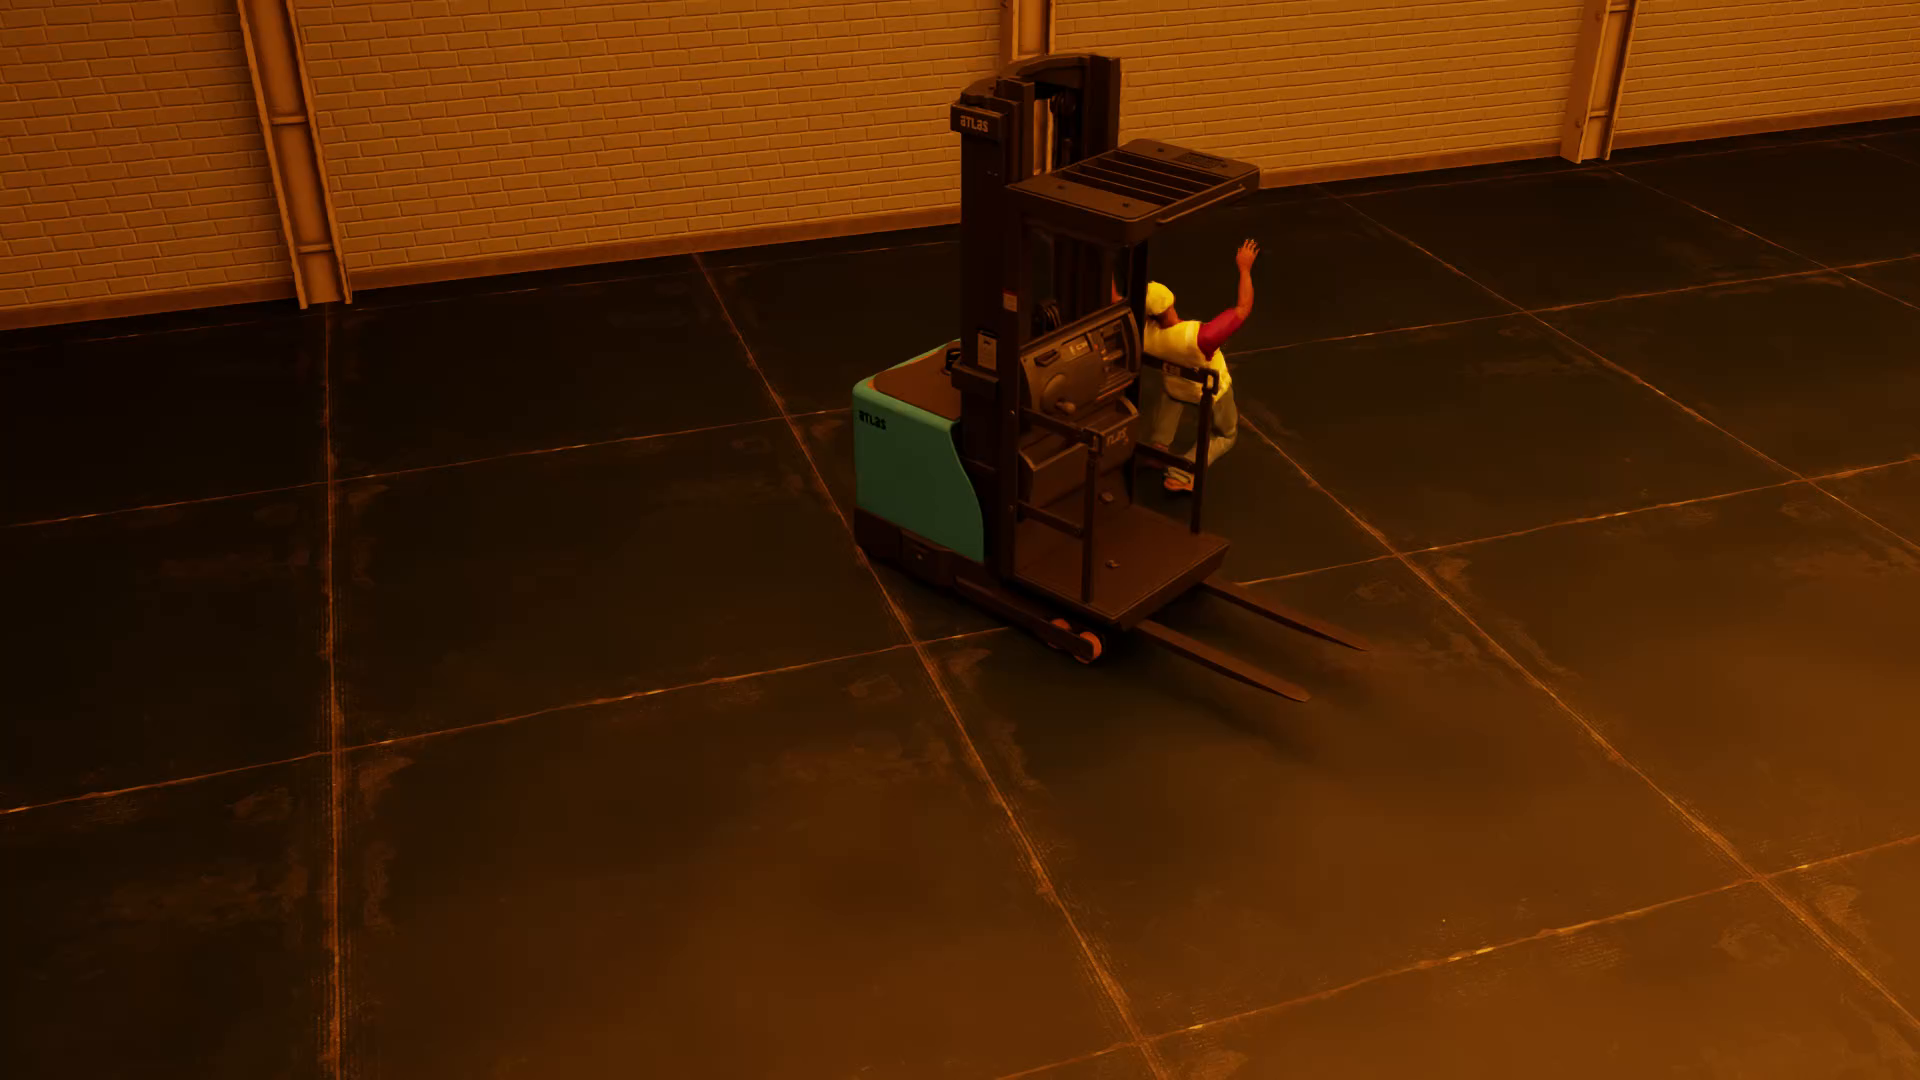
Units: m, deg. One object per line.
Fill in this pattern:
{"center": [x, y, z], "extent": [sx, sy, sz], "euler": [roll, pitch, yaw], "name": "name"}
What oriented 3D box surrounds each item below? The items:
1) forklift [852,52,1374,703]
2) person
{"center": [0.802, -0.908, 8.666], "extent": [3.031, 2.935, 1.130], "euler": [24, 38, 36], "name": "forklift"}
{"center": [1.279, -1.099, 10.304], "extent": [1.084, 1.665, 0.807], "euler": [22, 37, 33], "name": "person"}
